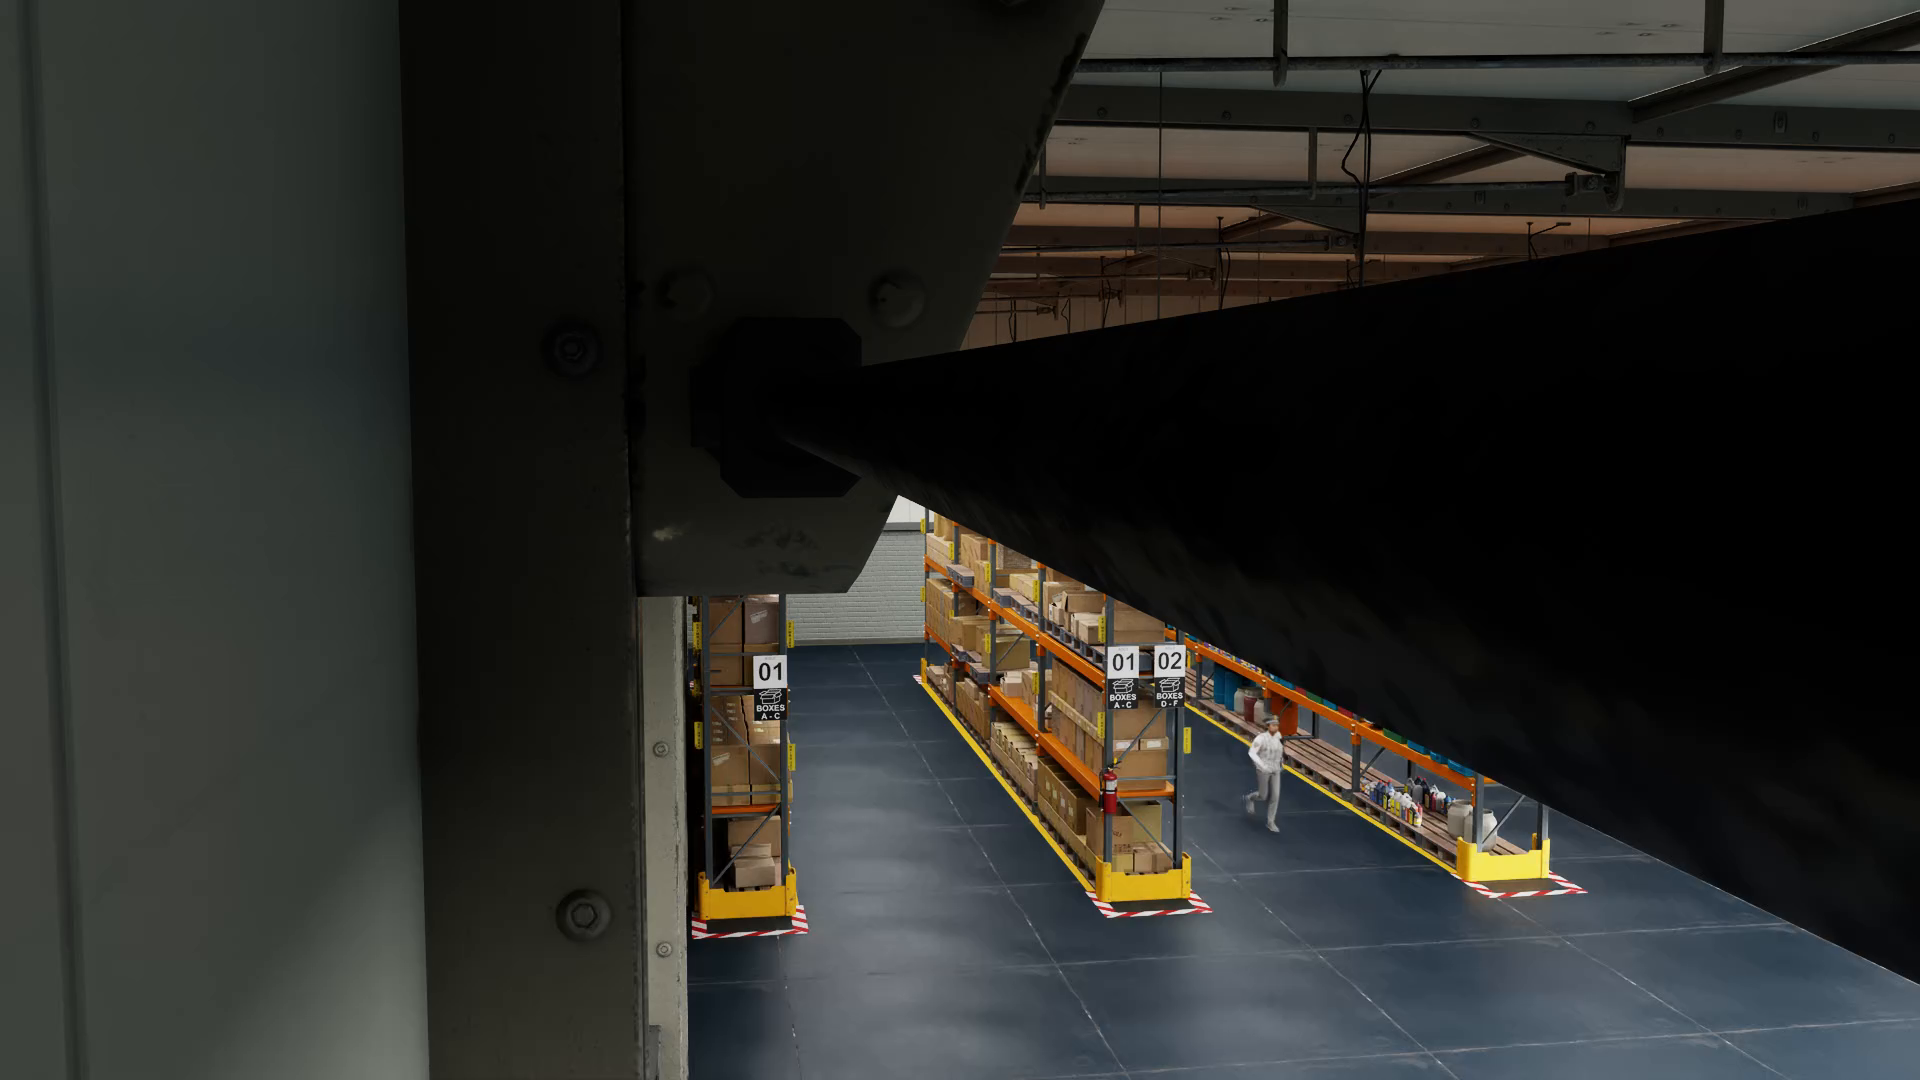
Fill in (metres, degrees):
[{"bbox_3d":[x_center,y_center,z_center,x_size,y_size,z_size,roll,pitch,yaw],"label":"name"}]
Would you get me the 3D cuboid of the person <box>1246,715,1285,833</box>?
[{"bbox_3d":[4.491,3.370,24.350,0.643,1.682,0.823,-2,6,-26],"label":"person"}]
